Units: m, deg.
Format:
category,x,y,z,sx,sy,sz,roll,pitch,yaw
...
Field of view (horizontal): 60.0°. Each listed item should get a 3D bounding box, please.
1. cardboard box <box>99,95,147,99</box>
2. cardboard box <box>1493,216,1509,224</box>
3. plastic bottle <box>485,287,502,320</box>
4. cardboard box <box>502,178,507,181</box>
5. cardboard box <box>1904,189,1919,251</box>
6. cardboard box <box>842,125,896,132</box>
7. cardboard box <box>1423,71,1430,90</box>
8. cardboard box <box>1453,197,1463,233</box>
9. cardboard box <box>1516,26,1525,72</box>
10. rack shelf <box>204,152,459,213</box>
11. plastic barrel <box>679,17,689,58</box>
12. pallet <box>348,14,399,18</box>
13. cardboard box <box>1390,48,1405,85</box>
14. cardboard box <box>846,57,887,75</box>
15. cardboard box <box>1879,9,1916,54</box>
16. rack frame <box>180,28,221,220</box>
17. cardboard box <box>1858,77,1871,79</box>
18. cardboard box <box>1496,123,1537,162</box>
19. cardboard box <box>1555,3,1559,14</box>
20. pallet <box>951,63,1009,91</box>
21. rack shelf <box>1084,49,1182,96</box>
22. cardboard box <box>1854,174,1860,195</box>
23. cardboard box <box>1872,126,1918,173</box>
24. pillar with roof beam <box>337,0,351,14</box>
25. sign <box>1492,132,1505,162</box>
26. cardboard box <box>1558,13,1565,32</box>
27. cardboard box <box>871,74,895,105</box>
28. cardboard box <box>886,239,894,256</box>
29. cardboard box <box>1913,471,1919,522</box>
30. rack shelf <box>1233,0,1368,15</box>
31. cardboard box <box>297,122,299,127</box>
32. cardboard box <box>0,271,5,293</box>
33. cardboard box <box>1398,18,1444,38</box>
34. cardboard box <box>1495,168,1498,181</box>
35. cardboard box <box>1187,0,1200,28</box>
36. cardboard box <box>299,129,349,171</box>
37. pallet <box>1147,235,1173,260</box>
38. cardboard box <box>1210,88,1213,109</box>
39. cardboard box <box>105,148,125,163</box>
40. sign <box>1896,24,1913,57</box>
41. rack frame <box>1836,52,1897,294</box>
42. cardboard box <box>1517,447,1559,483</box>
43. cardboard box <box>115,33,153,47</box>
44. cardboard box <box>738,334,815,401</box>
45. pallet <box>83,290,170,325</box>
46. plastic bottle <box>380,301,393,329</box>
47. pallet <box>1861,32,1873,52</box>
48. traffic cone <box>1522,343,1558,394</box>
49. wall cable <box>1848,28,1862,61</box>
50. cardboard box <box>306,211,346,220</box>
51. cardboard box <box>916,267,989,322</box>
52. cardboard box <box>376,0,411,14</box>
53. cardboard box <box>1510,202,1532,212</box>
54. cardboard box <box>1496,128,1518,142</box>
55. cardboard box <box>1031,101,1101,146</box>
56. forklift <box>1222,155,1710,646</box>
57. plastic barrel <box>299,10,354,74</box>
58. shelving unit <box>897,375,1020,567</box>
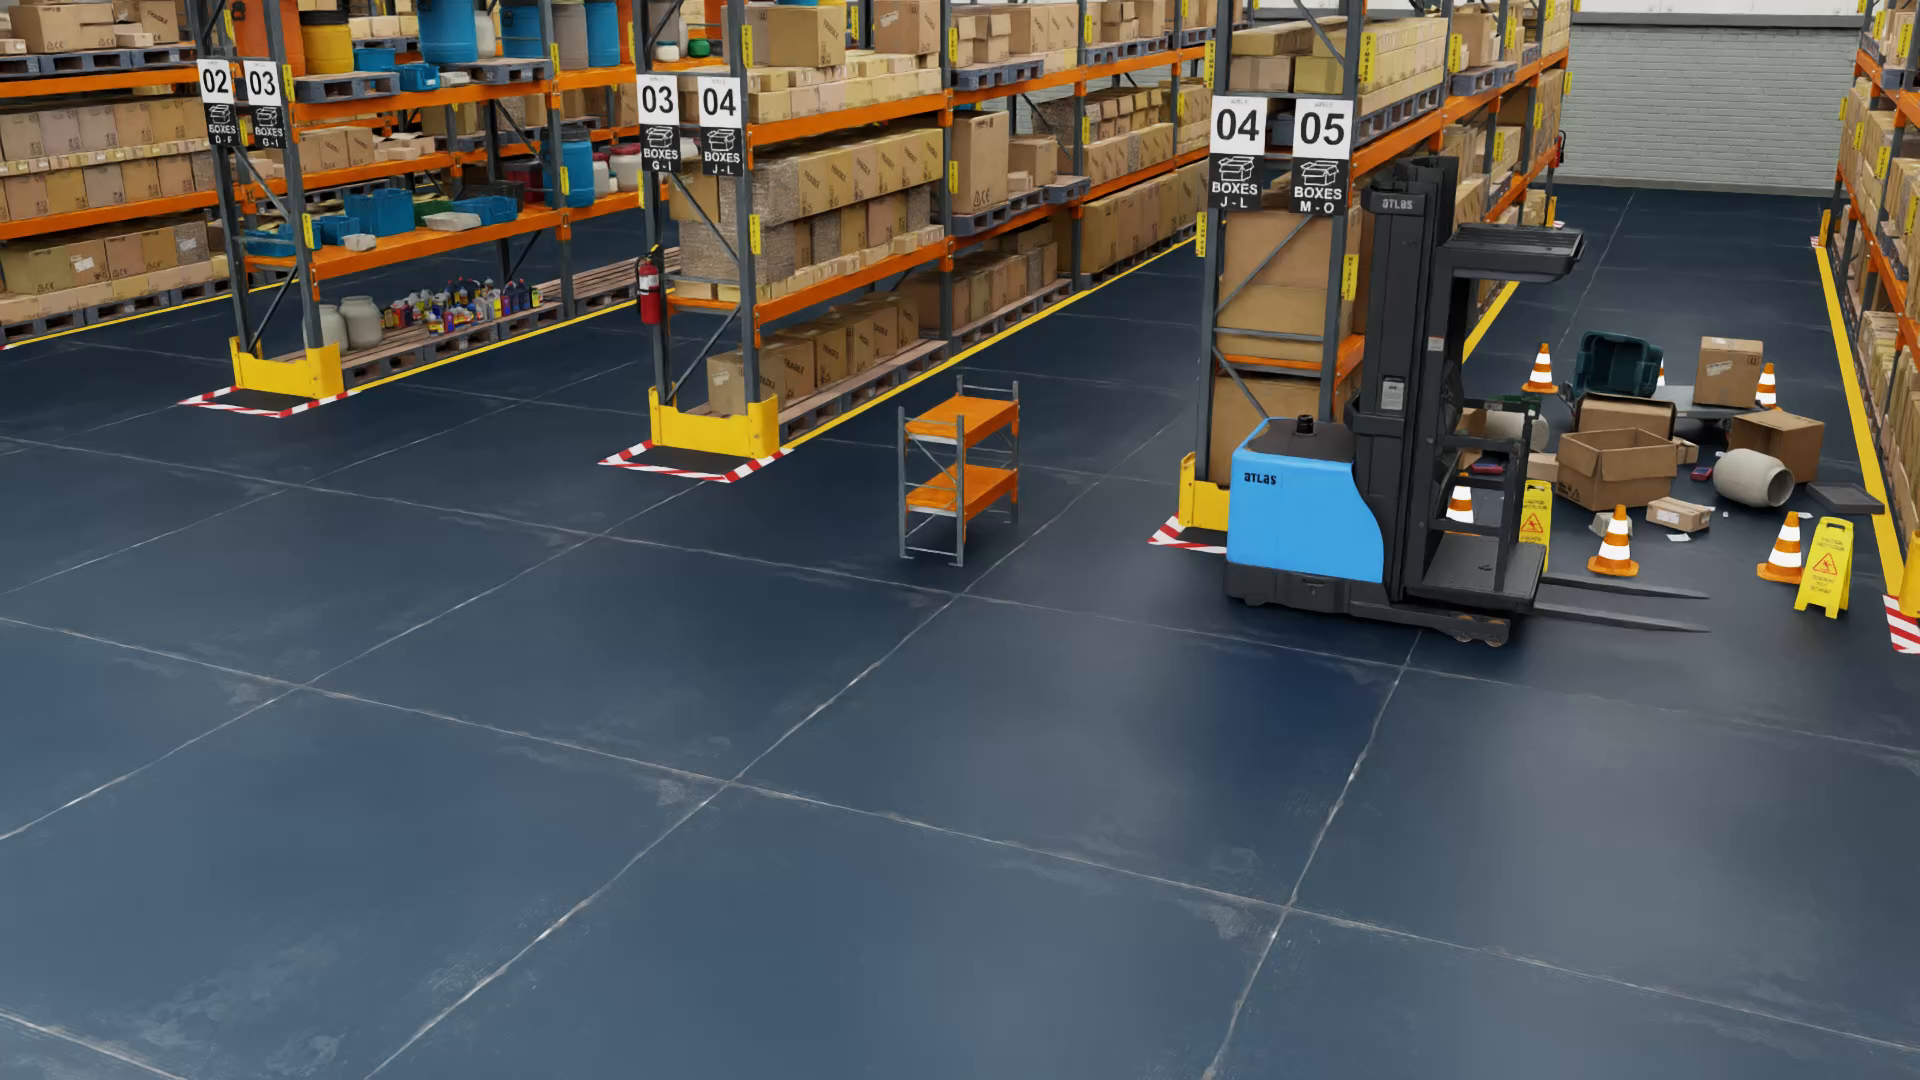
category,x,y,z,sx,sy,sz,roll,pitch,yaw
cardboard box,-12.877,-6.639,25.855,0.700,0.500,0.500,6,21,18
cardboard box,6.688,-3.969,21.137,0.500,0.250,0.500,8,21,20
plastic bottle,-5.301,-2.688,18.846,0.144,0.351,0.185,8,21,22
cardboard box,-7.103,-5.469,26.444,0.500,0.500,0.500,8,21,22
cardboard box,8.652,-2.793,14.625,0.500,0.500,0.500,9,21,23
cardboard box,-0.987,-3.998,17.150,0.500,0.500,0.500,9,21,23
cardboard box,3.743,-3.882,14.029,0.380,0.149,0.250,9,21,23
cardboard box,4.787,-3.209,16.867,0.500,0.500,0.500,8,21,22
cardboard box,6.426,-5.860,19.844,0.500,0.500,0.500,9,21,23
rack shelf,-8.788,-5.076,23.338,1.077,0.370,4.000,9,21,23
plastic barrel,-3.858,-6.758,22.352,0.421,0.512,0.421,0,20,0
pallet,-10.507,-9.547,30.494,1.003,0.211,1.213,9,21,23
cardboard box,3.119,-3.658,12.806,0.500,0.250,0.500,8,21,22
cardboard box,-0.919,-4.520,15.854,0.380,0.149,0.250,9,22,25
cardboard box,11.121,-5.957,19.490,0.500,0.500,0.500,8,21,22
rack frame,-12.490,-6.704,26.844,1.000,3.000,0.127,9,21,23
cardboard box,12.986,-6.505,23.673,0.380,0.149,0.250,9,21,24
cardboard box,7.622,-5.481,22.811,0.500,0.500,0.500,8,21,22
cardboard box,8.309,-7.556,23.646,0.380,0.149,0.250,8,21,21
pallet,-0.221,-4.942,17.691,1.213,0.211,1.003,9,21,23
rack shelf,1.886,-6.351,22.448,1.077,0.370,4.000,9,21,23
cardboard box,11.325,-4.360,20.475,0.500,0.250,0.500,8,21,21
cardboard box,10.493,-4.327,18.517,0.500,0.500,0.500,9,21,23
pillar with roof beam,-7.427,-10.496,28.552,9.100,9.000,0.400,9,21,23
sign,6.059,-4.424,18.705,0.100,0.325,0.005,9,21,23
cardboard box,8.450,-7.489,24.052,0.500,0.250,0.500,9,21,23
cardboard box,-0.946,-4.295,15.818,0.500,0.250,0.500,8,21,22
cardboard box,-0.882,-2.925,16.592,0.380,0.149,0.250,9,21,23
cardboard box,6.922,-0.397,11.465,0.500,0.500,0.500,9,21,23
rack shelf,3.094,-4.419,13.135,1.077,0.370,4.000,9,21,23
cardboard box,-11.525,-7.135,28.399,0.380,0.149,0.250,9,21,23
cardboard box,-11.297,-3.041,18.900,0.500,0.500,0.500,9,21,23
cardboard box,3.950,-4.414,14.336,0.380,0.149,0.250,8,21,22
cardboard box,6.354,-4.472,20.314,0.380,0.149,0.250,9,22,24
cardboard box,3.195,-8.005,25.099,0.700,0.500,0.500,10,22,25
cardboard box,-8.857,-5.397,23.018,0.500,0.500,0.500,9,21,23
pallet,2.458,-4.328,24.324,1.003,0.211,1.213,9,21,23
cardboard box,4.383,-7.349,27.317,0.500,0.500,0.500,9,21,23
cardboard box,-10.150,-4.574,19.736,0.380,0.149,0.250,9,22,24
sign,9.605,-5.079,16.906,0.100,0.325,0.005,9,21,23
rack frame,11.746,-4.529,20.726,1.000,3.000,0.127,9,21,23
cardboard box,4.889,-0.665,13.942,0.396,0.266,0.258,13,23,32
cardboard box,-9.851,-5.956,19.801,0.380,0.149,0.250,9,21,23
cardboard box,-1.724,-1.616,15.640,0.500,0.500,0.500,15,25,37
pallet,-10.469,-2.878,20.245,1.003,0.211,1.213,9,21,23
plastic bottle,-6.344,-2.487,18.382,0.061,0.283,0.133,9,22,24
pallet,13.090,-6.895,23.035,1.003,0.211,1.213,9,21,23
traffic cone,5.840,-1.739,16.667,0.336,0.463,0.334,9,21,23
wall cable,15.672,-7.972,28.844,0.585,1.953,0.123,9,21,23
cardboard box,-8.790,-4.373,22.927,0.500,0.311,0.500,8,21,21
cardboard box,-0.087,-2.800,18.940,0.700,0.500,0.500,8,21,22
cardboard box,-10.328,-9.690,30.210,0.500,0.250,0.500,8,21,23
cardboard box,8.182,-4.863,24.406,0.380,0.149,0.250,9,21,23
cardboard box,7.093,-5.305,21.769,0.380,0.149,0.250,8,21,21
cardboard box,1.381,-5.407,21.548,0.797,0.503,0.637,9,22,25
forklift,3.343,-0.907,10.644,3.031,2.935,1.130,8,21,22
plastic barrel,-6.376,-4.965,16.570,0.600,0.588,0.600,0,20,0
shelving unit,0.003,-0.532,12.286,0.538,1.125,1.048,9,21,23
